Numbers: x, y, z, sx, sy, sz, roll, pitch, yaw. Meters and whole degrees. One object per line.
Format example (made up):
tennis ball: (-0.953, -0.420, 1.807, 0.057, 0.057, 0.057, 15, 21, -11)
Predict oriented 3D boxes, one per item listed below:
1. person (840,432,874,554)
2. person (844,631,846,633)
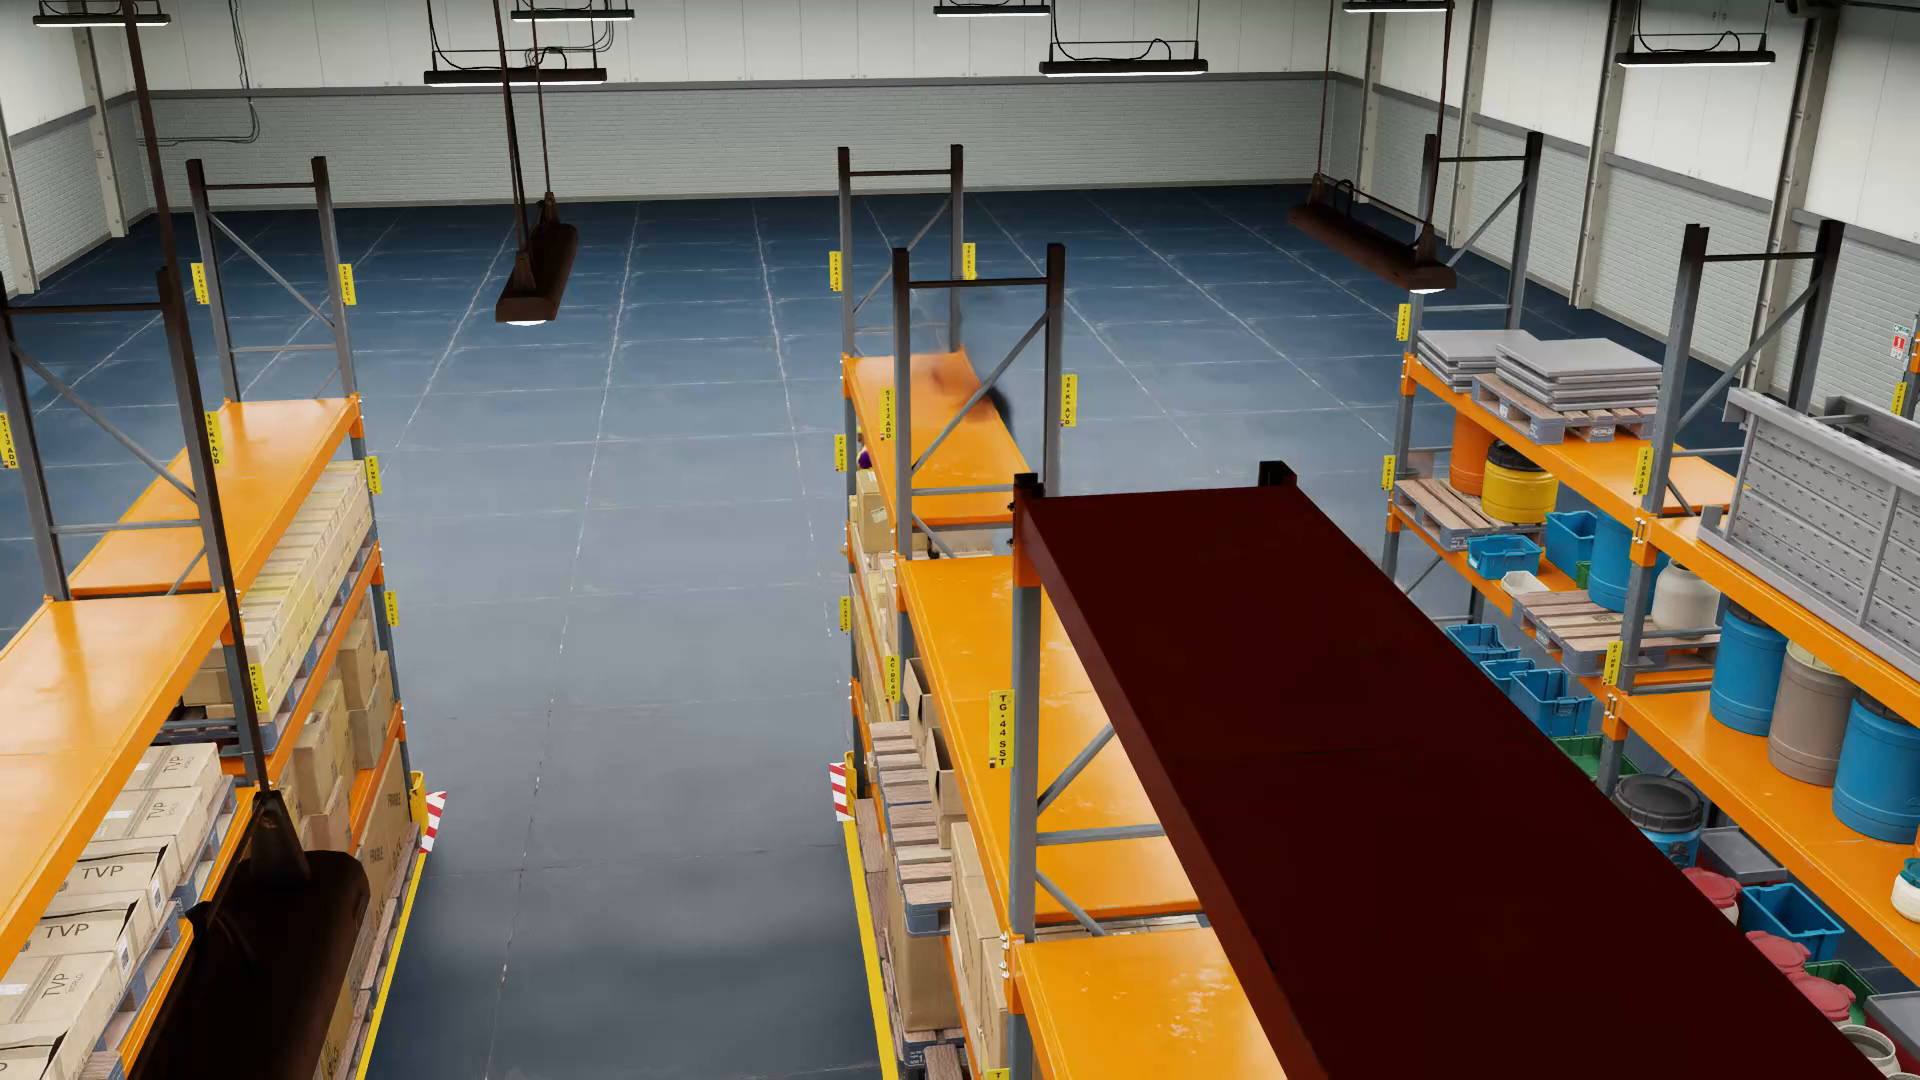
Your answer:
person: (-1.062, -0.622, 20.876, 0.948, 1.714, 0.681, 4, 22, 10)
person: (-0.879, 0.981, 16.961, 0.563, 1.642, 0.583, 13, 25, 30)
